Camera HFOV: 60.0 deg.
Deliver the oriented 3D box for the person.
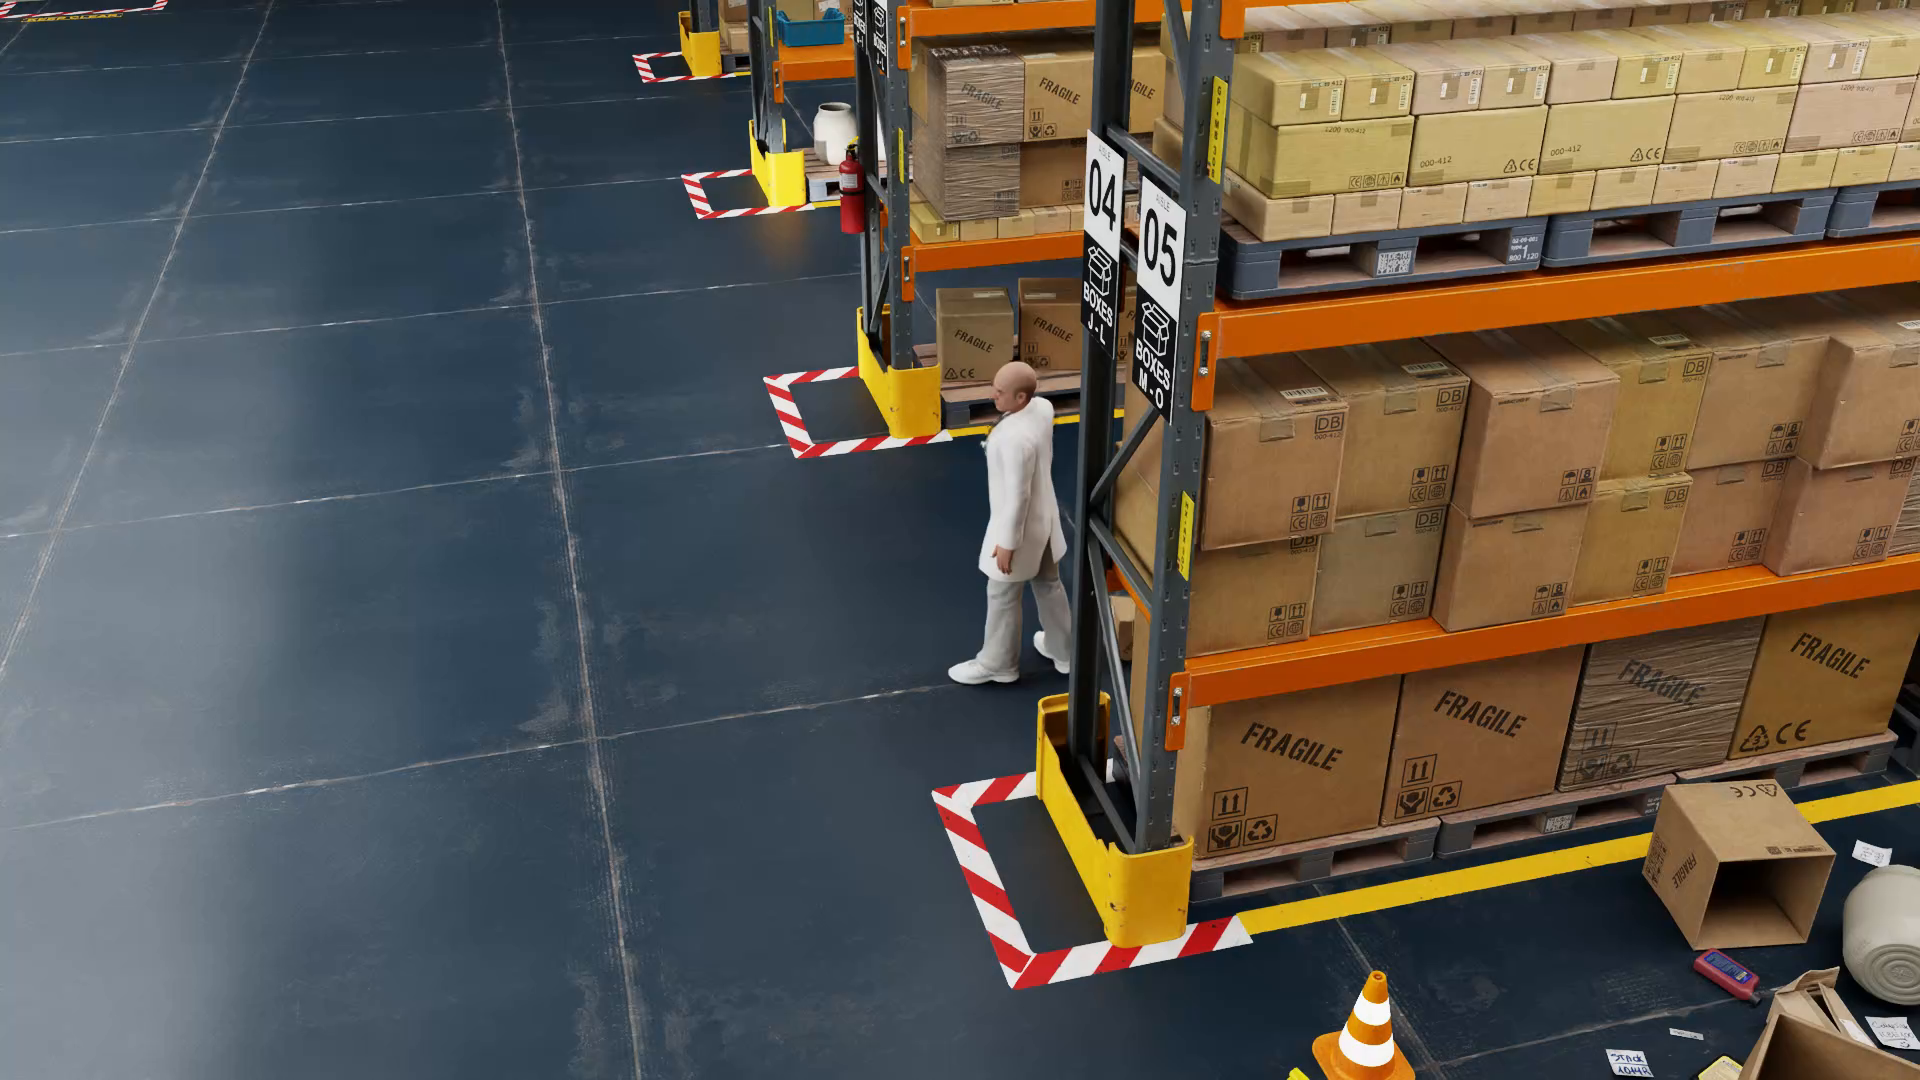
[{"bbox_3d":[0.299,-0.081,8.382,0.606,1.781,0.599,12,32,20],"label":"person"}]
